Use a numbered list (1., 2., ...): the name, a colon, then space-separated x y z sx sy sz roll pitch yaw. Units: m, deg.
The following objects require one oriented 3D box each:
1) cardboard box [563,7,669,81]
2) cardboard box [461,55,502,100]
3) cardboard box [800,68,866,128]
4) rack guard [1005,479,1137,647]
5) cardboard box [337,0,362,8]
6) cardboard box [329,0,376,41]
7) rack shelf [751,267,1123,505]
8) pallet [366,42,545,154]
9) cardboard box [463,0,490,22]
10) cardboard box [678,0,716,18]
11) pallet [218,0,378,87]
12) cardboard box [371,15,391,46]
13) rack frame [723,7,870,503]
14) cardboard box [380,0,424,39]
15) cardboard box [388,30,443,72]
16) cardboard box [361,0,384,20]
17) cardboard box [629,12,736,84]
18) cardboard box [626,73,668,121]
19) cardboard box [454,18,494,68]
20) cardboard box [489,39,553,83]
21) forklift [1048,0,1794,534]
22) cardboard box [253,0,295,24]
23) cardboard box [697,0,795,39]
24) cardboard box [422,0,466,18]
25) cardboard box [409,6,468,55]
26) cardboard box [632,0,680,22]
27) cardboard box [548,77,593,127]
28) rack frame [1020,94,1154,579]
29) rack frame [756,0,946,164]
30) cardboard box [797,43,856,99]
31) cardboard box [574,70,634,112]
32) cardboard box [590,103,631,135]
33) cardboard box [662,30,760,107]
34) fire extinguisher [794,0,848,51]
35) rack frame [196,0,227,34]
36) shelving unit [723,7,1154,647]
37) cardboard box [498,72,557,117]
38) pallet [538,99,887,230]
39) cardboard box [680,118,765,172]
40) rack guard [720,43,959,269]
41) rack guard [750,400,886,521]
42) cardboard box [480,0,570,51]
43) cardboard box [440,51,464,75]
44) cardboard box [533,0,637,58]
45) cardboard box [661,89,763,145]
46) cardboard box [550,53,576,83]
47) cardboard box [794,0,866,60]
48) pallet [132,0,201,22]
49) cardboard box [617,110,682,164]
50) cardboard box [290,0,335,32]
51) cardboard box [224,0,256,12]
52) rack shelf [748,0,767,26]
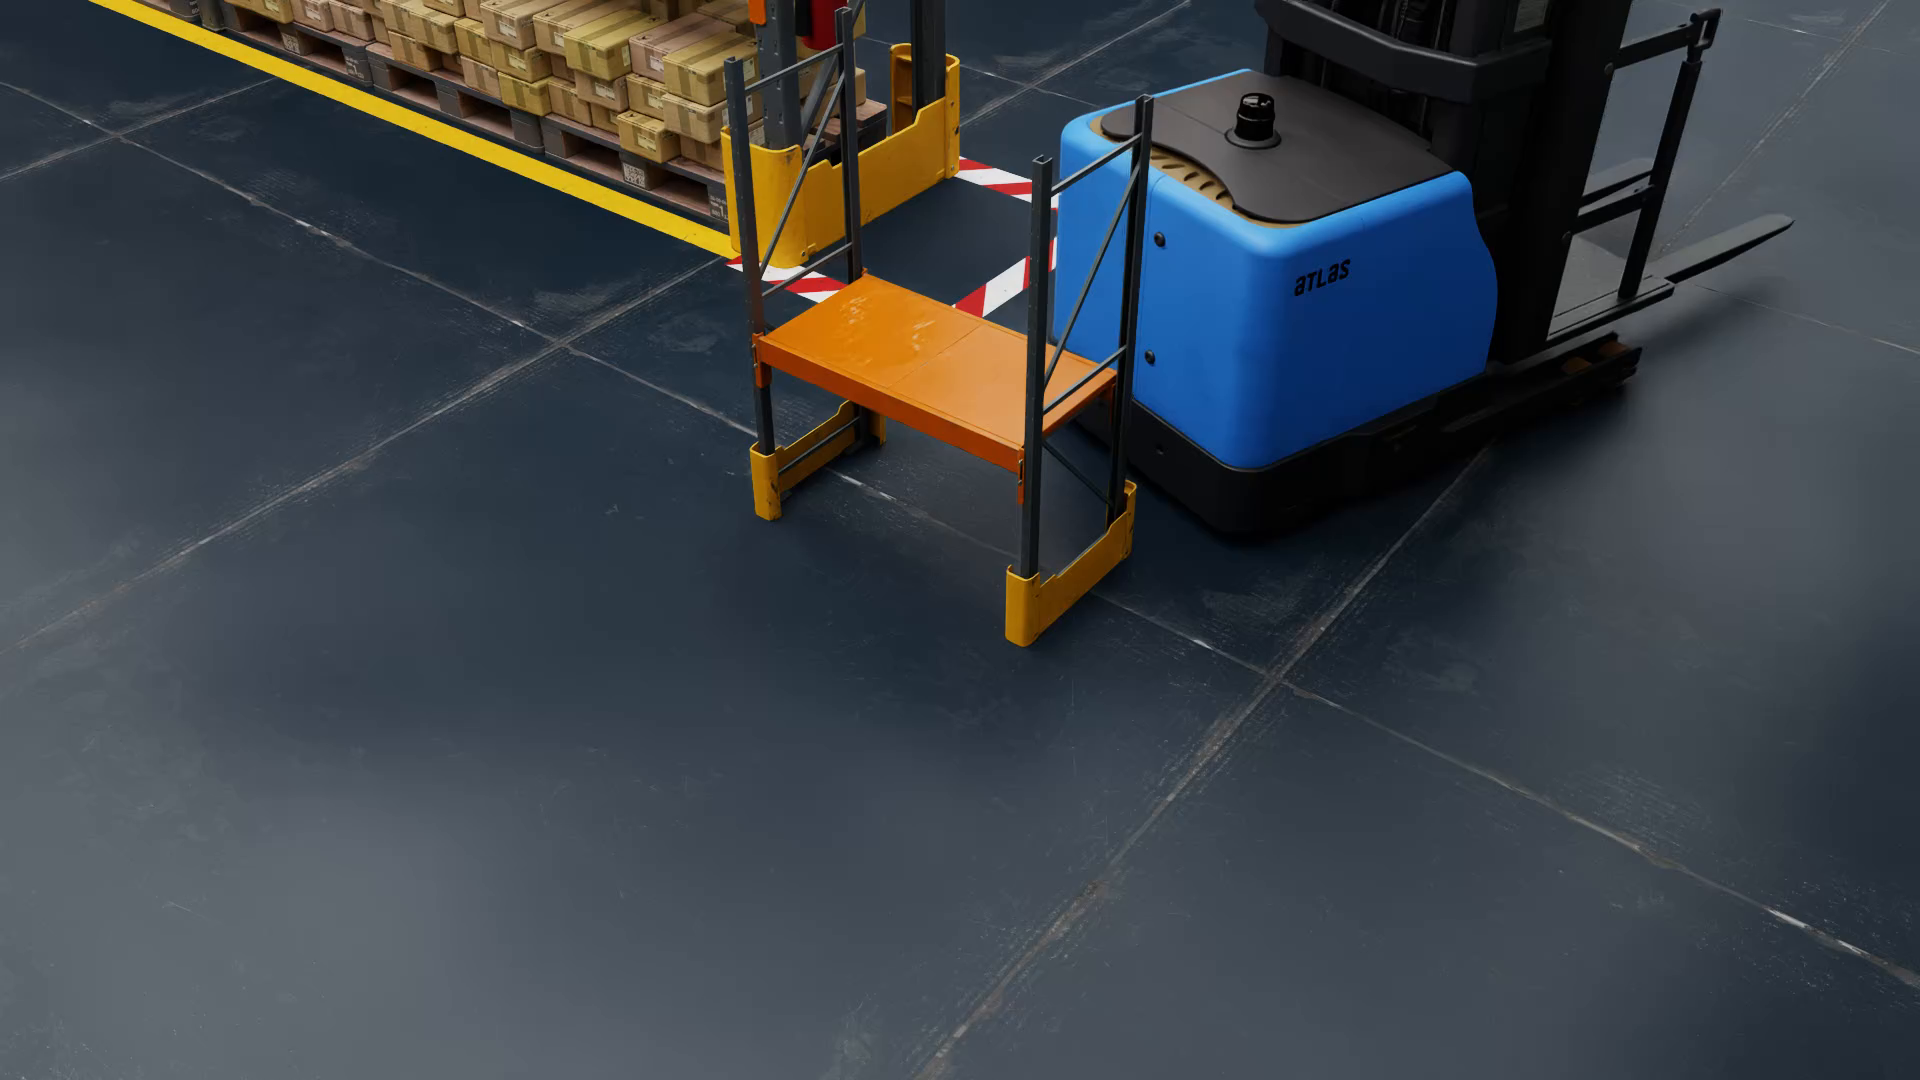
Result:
1. cardboard box: -1.429 -2.076 6.958 0.250 0.149 0.380 24 44 28
2. cardboard box: -2.025 -2.157 7.543 0.250 0.149 0.380 26 45 29
3. cardboard box: -0.629 -1.964 7.297 0.250 0.149 0.380 26 45 29
4. rack guard: 0.335 0.060 4.971 0.087 0.250 0.587 25 45 29
5. cardboard box: -2.807 -2.707 8.004 0.250 0.149 0.380 23 44 26
6. cardboard box: -2.818 -2.577 8.080 0.250 0.149 0.380 24 44 28
7. rack shelf: -0.068 -0.481 4.939 1.000 0.185 0.538 25 45 29
8. pallet: -2.056 -2.277 7.987 1.213 0.211 1.003 25 45 29
9. cardboard box: -1.986 -2.431 7.411 0.250 0.149 0.380 24 44 27
10. cardboard box: -1.031 -2.409 7.383 0.250 0.149 0.380 25 45 28
11. pallet: -3.029 -2.734 8.571 1.213 0.211 1.003 25 45 29
12. cardboard box: -2.583 -2.494 7.974 0.250 0.149 0.380 23 44 27
13. rack frame: -0.472 -0.813 5.072 0.032 1.500 0.500 25 45 29
14. cardboard box: -2.441 -2.466 7.698 0.250 0.149 0.380 25 44 28
15. cardboard box: -2.435 -2.349 7.789 0.250 0.149 0.380 24 44 27
16. cardboard box: -2.603 -2.592 7.858 0.250 0.149 0.380 27 46 30
17. cardboard box: -1.146 -2.041 6.913 0.250 0.149 0.380 26 45 29
18. cardboard box: -1.175 -1.910 6.987 0.250 0.149 0.380 24 44 28
19. cardboard box: -2.025 -2.272 7.450 0.250 0.149 0.380 28 46 31
20. cardboard box: -1.833 -2.167 7.315 0.250 0.149 0.380 26 45 29
21. forklift: 1.809 -1.877 5.269 3.031 2.935 1.130 -22 43 -26
22. cardboard box: -3.279 -2.715 8.257 0.250 0.149 0.380 27 45 30
23. cardboard box: -0.909 -2.252 7.182 0.250 0.149 0.380 26 45 29
24. cardboard box: -2.211 -2.515 7.518 0.250 0.149 0.380 25 45 29
25. cardboard box: -2.261 -2.362 7.564 0.250 0.149 0.380 26 45 29
26. cardboard box: -1.279 -2.461 7.450 0.250 0.149 0.380 23 44 27
27. cardboard box: -1.579 -1.980 7.317 0.250 0.149 0.380 26 45 29
28. rack frame: 0.336 -0.432 4.585 0.032 1.500 0.500 25 45 29
29. rack frame: -0.407 -2.568 6.097 0.127 3.000 1.000 25 45 29
30. cardboard box: -0.667 -2.050 7.166 0.250 0.149 0.380 27 46 30
31. cardboard box: -1.414 -1.980 7.076 0.250 0.149 0.380 23 44 27
32. cardboard box: -1.375 -1.894 7.207 0.250 0.149 0.380 25 44 28
33. cardboard box: -0.982 -1.919 6.757 0.250 0.149 0.380 26 45 29
34. fire extinguisher: -0.487 -2.070 5.826 0.183 0.674 0.296 25 45 29
35. rack frame: -3.584 -4.066 8.010 0.127 3.000 1.000 25 45 29
36. shelving unit: -0.061 -0.619 4.824 1.083 1.500 0.587 25 45 29
37. cardboard box: -1.820 -2.045 7.400 0.250 0.149 0.380 23 44 27
38. pallet: -1.091 -1.820 7.403 1.213 0.211 1.003 25 45 29
39. cardboard box: -0.952 -1.706 6.967 0.250 0.149 0.380 26 45 29
40. rack guard: -0.467 -1.612 6.904 0.348 0.500 1.175 25 45 29
41. rack guard: -0.456 -0.313 5.448 0.087 0.250 0.587 25 45 29
42. cardboard box: -1.844 -2.278 7.215 0.250 0.149 0.380 27 45 30
43. cardboard box: -2.180 -2.288 7.711 0.250 0.149 0.380 27 45 30
44. cardboard box: -1.596 -2.204 7.121 0.250 0.149 0.380 23 44 27
45. cardboard box: -1.000 -1.786 6.828 0.250 0.149 0.380 24 44 27
46. cardboard box: -1.565 -2.131 7.269 0.250 0.149 0.380 25 44 28
47. cardboard box: -0.617 -2.208 7.126 0.250 0.149 0.380 23 44 27
48. pallet: -4.204 -3.259 9.241 1.213 0.211 1.003 25 45 29
49. cardboard box: -1.218 -1.752 7.027 0.250 0.149 0.380 27 45 30
50. cardboard box: -3.050 -2.648 8.171 0.250 0.149 0.380 25 44 28
51. cardboard box: -3.490 -2.815 8.384 0.250 0.149 0.380 23 44 27
52. rack shelf: -1.996 -3.034 7.275 4.000 0.370 1.077 25 45 29
